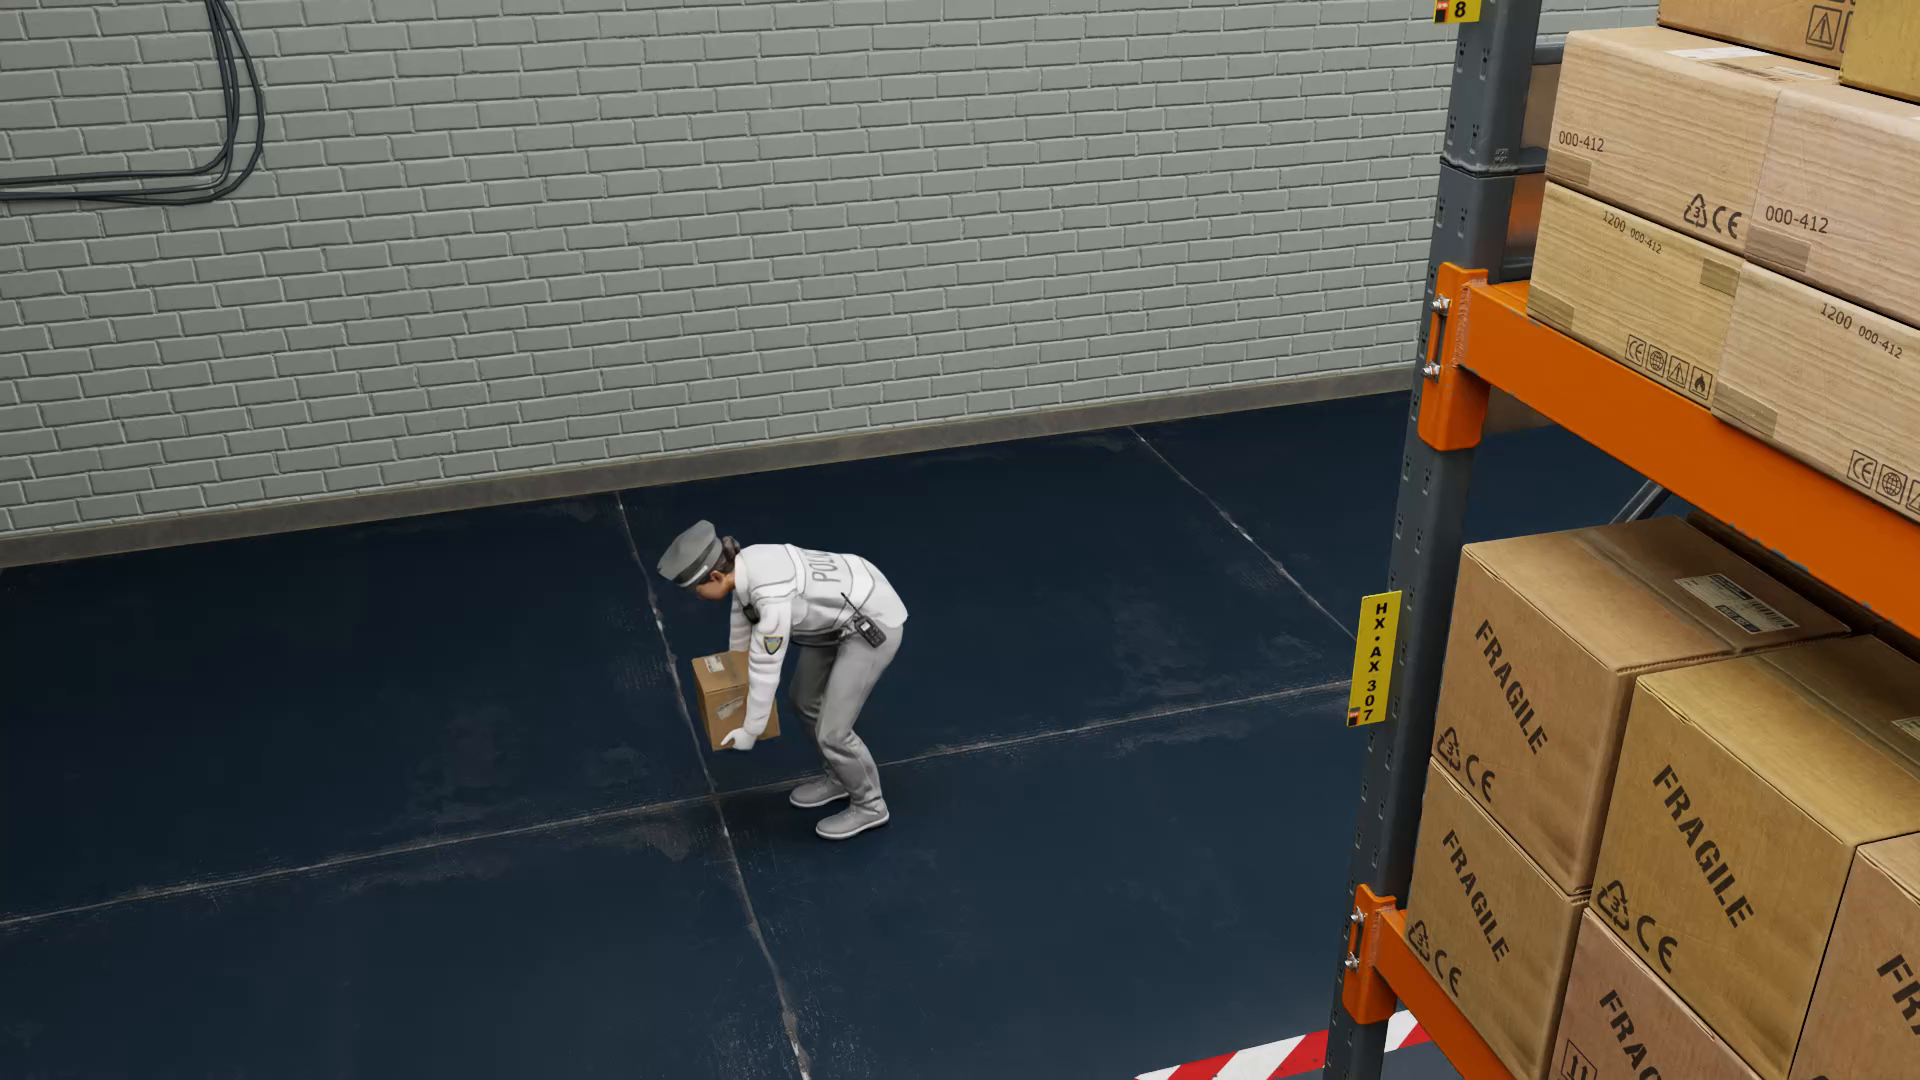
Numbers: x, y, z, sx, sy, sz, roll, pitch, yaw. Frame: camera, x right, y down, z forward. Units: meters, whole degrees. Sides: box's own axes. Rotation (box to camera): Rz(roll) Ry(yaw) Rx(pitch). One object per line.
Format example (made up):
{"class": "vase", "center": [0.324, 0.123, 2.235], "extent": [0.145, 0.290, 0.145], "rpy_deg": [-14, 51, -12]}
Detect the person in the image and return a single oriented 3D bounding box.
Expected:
{"class": "person", "center": [-0.625, 0.493, 6.045], "extent": [0.879, 1.295, 0.411], "rpy_deg": [-9, 28, -18]}
